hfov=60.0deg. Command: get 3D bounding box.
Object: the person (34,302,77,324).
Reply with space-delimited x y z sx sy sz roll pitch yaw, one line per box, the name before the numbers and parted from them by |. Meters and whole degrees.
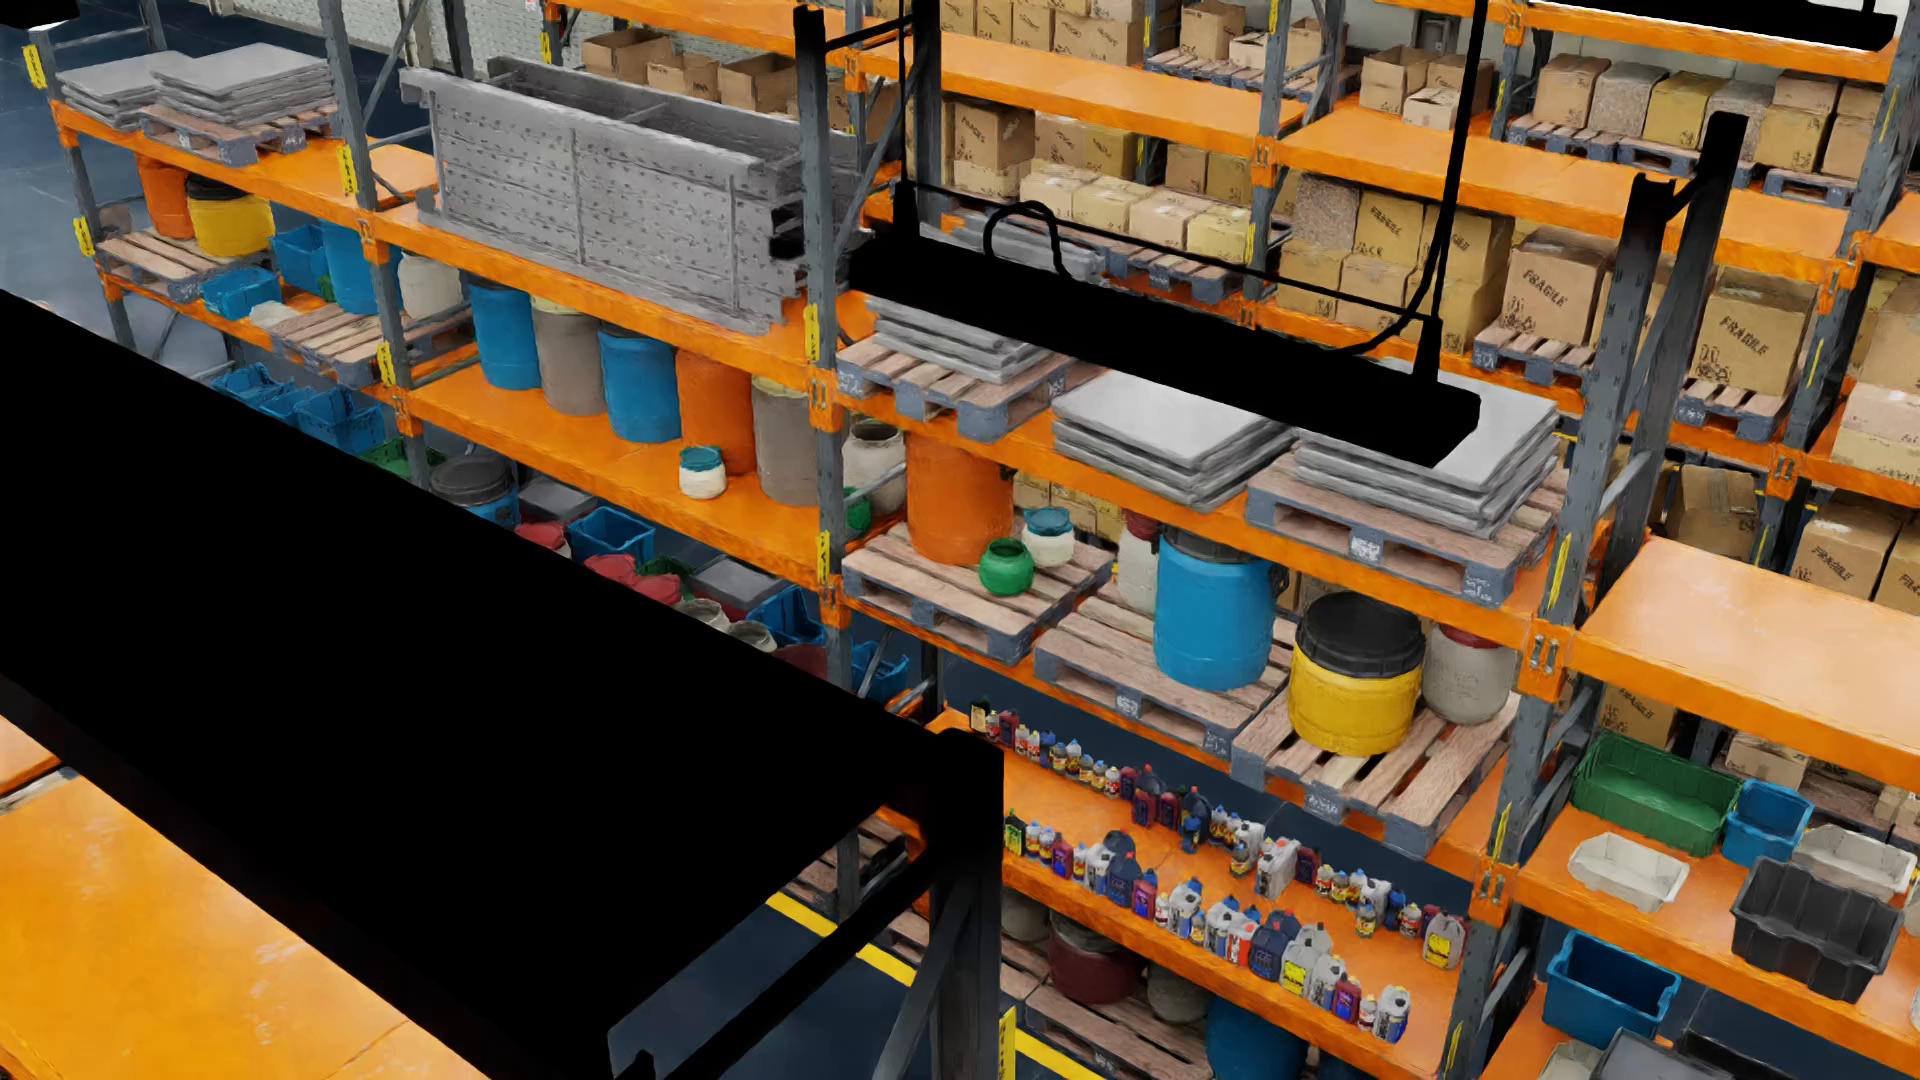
person | -8.539 -1.470 16.021 0.888 1.714 0.737 11 33 17
